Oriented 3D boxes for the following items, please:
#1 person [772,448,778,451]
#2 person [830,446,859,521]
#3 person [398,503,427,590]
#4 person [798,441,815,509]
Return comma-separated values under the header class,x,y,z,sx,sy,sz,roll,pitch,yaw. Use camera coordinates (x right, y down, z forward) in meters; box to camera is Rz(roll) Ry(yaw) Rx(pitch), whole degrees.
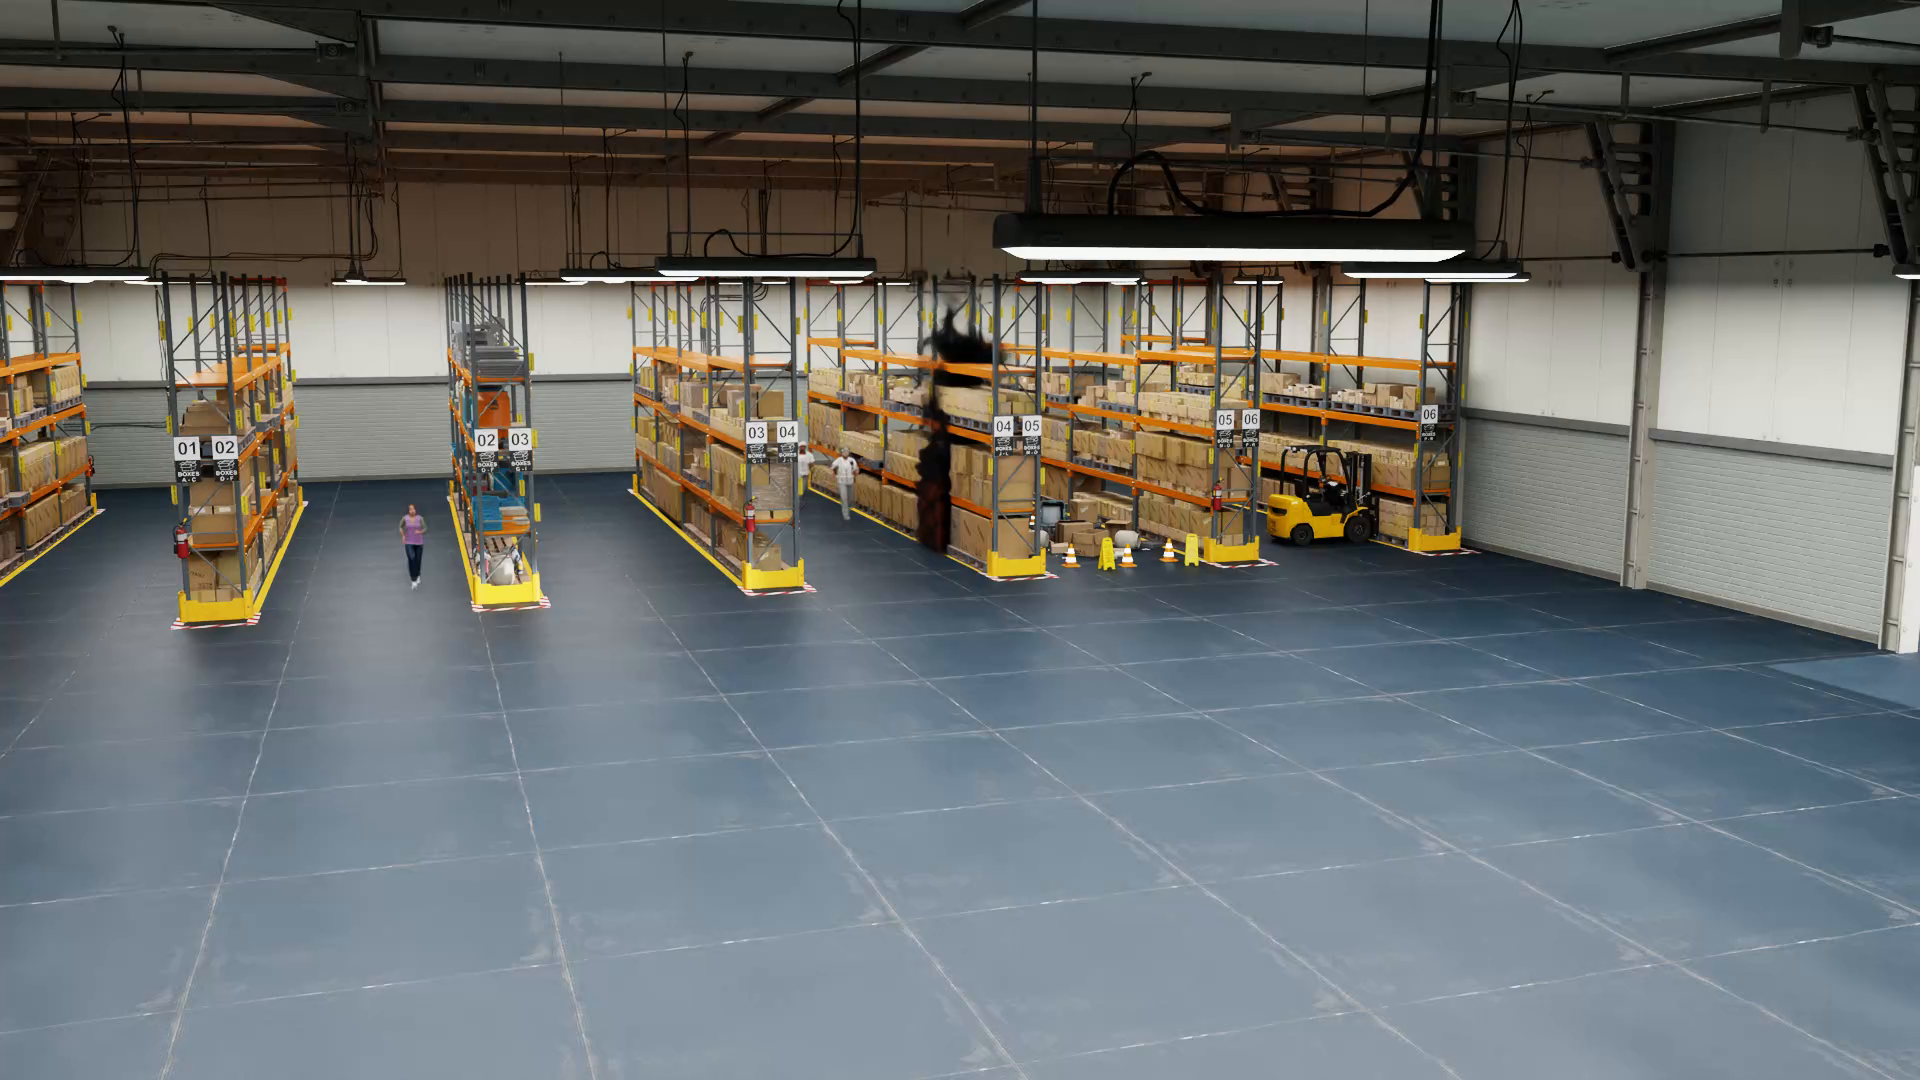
class,x,y,z,sx,sy,sz,roll,pitch,yaw
person,-5.531,-2.428,48.569,0.795,1.676,0.625,4,10,25
person,-2.710,-1.337,39.401,0.676,1.800,0.840,-3,9,-16
person,-10.526,0.104,32.043,0.521,1.636,0.675,-4,9,-23
person,-4.140,-1.711,43.588,0.671,1.787,0.809,-3,9,-20
